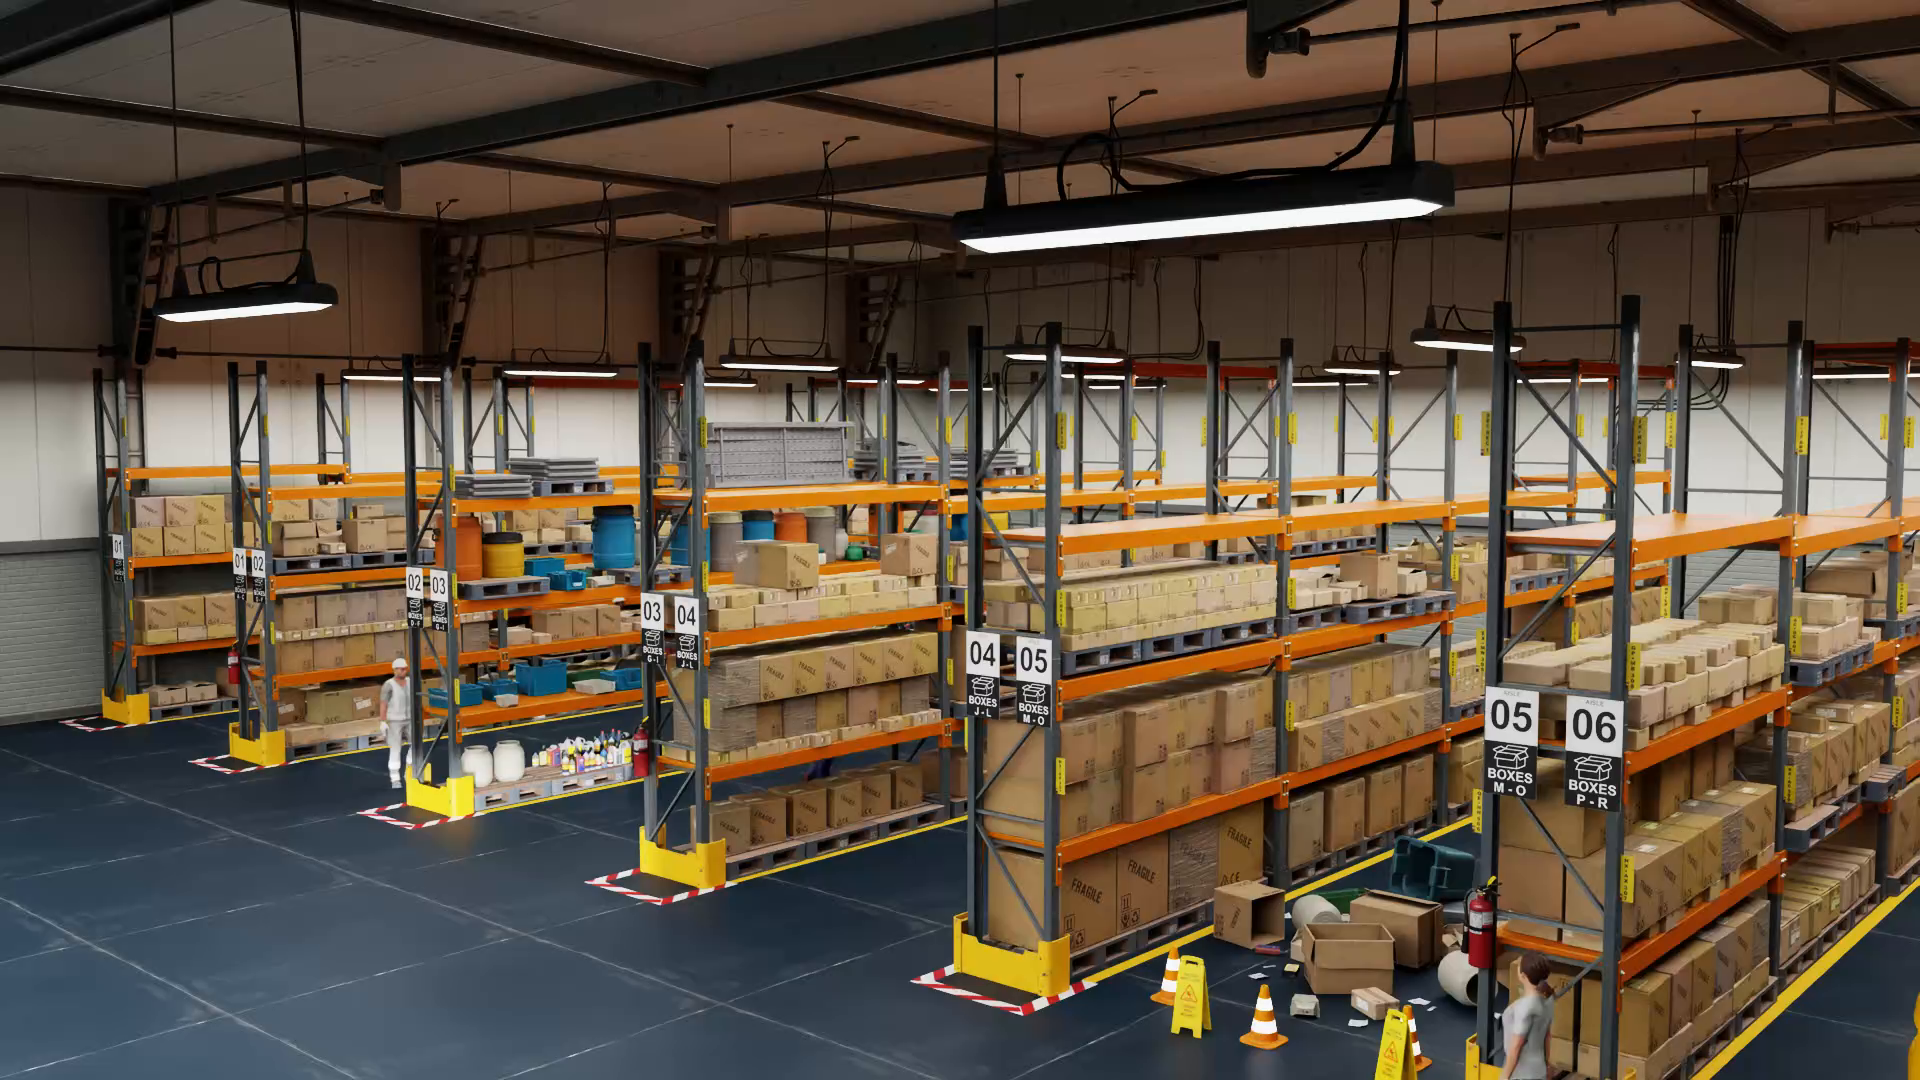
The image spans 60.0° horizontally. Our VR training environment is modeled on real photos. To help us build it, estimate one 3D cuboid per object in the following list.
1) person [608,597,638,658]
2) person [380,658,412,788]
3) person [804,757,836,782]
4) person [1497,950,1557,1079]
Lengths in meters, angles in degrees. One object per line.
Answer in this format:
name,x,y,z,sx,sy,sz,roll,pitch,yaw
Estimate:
person,-6.536,1.942,32.110,0.627,1.757,0.618,-1,4,-19
person,-7.843,2.584,23.333,0.381,1.853,0.625,3,5,39
person,-1.888,2.658,22.775,0.476,1.638,0.477,-1,4,-15
person,3.770,3.525,10.966,0.773,1.653,0.426,1,4,9
